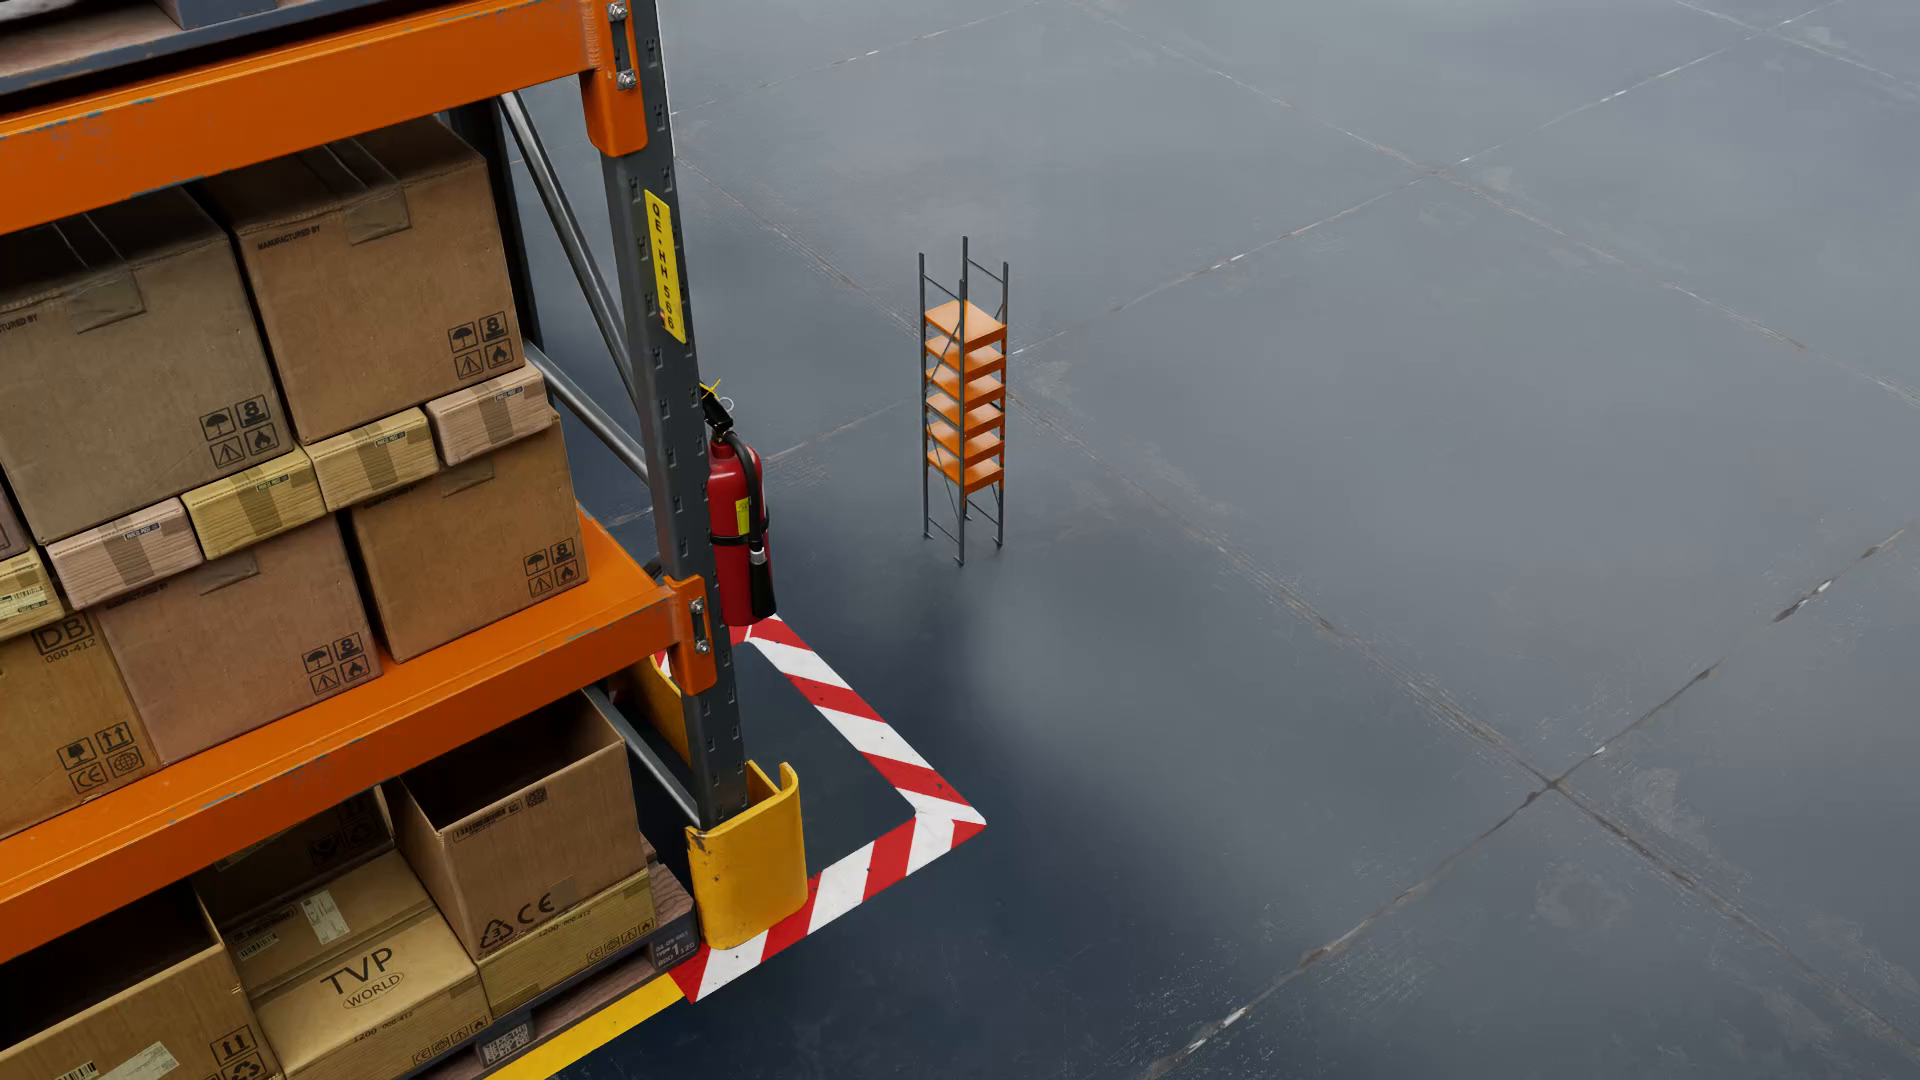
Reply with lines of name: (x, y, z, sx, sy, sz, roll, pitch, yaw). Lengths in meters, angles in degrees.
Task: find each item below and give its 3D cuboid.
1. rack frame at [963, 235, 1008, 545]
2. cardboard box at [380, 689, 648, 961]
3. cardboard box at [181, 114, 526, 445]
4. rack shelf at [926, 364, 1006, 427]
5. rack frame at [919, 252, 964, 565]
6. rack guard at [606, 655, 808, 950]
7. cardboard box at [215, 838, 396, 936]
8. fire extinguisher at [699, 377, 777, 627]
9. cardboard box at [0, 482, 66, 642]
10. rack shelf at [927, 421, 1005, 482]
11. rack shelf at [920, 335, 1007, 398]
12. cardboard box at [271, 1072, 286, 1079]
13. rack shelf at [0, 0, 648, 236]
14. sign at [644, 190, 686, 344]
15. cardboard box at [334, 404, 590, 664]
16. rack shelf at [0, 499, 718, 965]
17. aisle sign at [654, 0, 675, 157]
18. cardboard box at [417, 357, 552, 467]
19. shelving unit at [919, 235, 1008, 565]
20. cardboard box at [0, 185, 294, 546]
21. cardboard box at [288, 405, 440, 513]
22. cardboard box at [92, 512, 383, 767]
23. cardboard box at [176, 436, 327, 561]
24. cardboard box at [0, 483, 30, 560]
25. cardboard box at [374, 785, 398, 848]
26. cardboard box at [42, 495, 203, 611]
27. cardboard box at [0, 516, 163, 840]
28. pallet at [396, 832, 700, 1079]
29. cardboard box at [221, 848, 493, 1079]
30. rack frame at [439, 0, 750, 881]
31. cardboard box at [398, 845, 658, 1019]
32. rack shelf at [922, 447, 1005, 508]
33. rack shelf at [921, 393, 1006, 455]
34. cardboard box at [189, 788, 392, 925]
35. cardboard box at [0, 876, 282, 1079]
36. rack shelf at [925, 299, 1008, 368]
rack frame: (0.084, -0.505, 5.919, 0.006, 1.200, 0.240, -26, 46, -28)
cardboard box: (-1.181, 0.660, 4.326, 0.500, 0.500, 0.500, -26, 46, -28)
cardboard box: (-1.357, -0.654, 3.580, 0.500, 0.500, 0.700, -26, 46, -28)
rack shelf: (0.011, -0.528, 5.828, 0.180, 0.103, 0.258, -26, 46, -28)
rack frame: (-0.061, -0.434, 5.833, 0.006, 1.200, 0.240, -26, 46, -28)
rack guard: (-0.918, 0.649, 5.065, 0.348, 0.500, 1.175, -26, 46, -28)
cardboard box: (-1.892, 0.883, 4.645, 0.500, 0.250, 0.500, -26, 46, -28)
fire extinguisher: (-0.560, -0.090, 4.056, 0.183, 0.674, 0.296, -26, 46, -28)
cardboard box: (-1.942, 0.045, 3.240, 0.250, 0.149, 0.380, -25, 45, -27)
rack shelf: (0.011, -0.342, 5.981, 0.180, 0.103, 0.258, -26, 46, -28)
rack shelf: (0.011, -0.621, 5.752, 0.180, 0.103, 0.258, -26, 46, -28)
cardboard box: (-1.967, 1.342, 4.086, 0.500, 0.250, 0.500, -26, 46, -28)
rack shelf: (-2.523, -0.417, 2.595, 4.000, 0.370, 1.077, -26, 46, -28)
sign: (-0.618, -0.569, 3.479, 0.005, 0.325, 0.100, -26, 46, -28)
cardboard box: (-1.315, -0.173, 4.017, 0.500, 0.500, 0.700, -26, 46, -28)
rack shelf: (-2.523, 0.743, 3.546, 4.000, 0.370, 1.077, -26, 46, -28)
aisle sign: (-0.706, -1.191, 3.287, 0.004, 0.787, 0.394, -26, 46, -28)
cardboard box: (-1.124, -0.354, 3.726, 0.250, 0.149, 0.380, -27, 46, -29)
shelving unit: (0.011, -0.469, 5.876, 0.189, 1.200, 0.258, -26, 46, -28)
cardboard box: (-1.771, -0.448, 3.329, 0.500, 0.500, 0.700, -27, 47, -29)
cardboard box: (-1.331, -0.252, 3.602, 0.250, 0.149, 0.380, -25, 45, -27)
cardboard box: (-1.729, 0.033, 3.766, 0.500, 0.500, 0.700, -25, 45, -27)
cardboard box: (-1.533, -0.153, 3.481, 0.250, 0.149, 0.380, -27, 46, -29)
cardboard box: (-2.170, -0.253, 3.091, 0.500, 0.500, 0.700, -26, 46, -28)
cardboard box: (-1.498, 0.688, 4.883, 0.500, 0.250, 0.500, -26, 46, -28)
cardboard box: (-1.734, -0.057, 3.364, 0.250, 0.149, 0.380, -25, 46, -28)
cardboard box: (-2.126, 0.222, 3.536, 0.500, 0.500, 0.700, -26, 46, -28)
pallet: (-1.518, 1.087, 4.759, 1.213, 0.211, 1.003, -26, 46, -28)
cardboard box: (-1.571, 1.148, 4.323, 0.500, 0.250, 0.500, -26, 46, -28)
rack frame: (-0.937, -0.308, 4.260, 0.127, 3.000, 1.000, -26, 46, -28)
cardboard box: (-1.182, 0.949, 4.565, 0.500, 0.250, 0.500, -26, 46, -28)
rack shelf: (0.011, -0.250, 6.057, 0.180, 0.103, 0.258, -26, 46, -28)
rack shelf: (0.011, -0.435, 5.904, 0.180, 0.103, 0.258, -26, 46, -28)
cardboard box: (-1.893, 0.592, 4.408, 0.500, 0.500, 0.500, -26, 46, -28)
cardboard box: (-1.965, 1.054, 3.846, 0.500, 0.500, 0.500, -26, 46, -28)
rack shelf: (0.011, -0.713, 5.676, 0.180, 0.103, 0.258, -26, 46, -28)
